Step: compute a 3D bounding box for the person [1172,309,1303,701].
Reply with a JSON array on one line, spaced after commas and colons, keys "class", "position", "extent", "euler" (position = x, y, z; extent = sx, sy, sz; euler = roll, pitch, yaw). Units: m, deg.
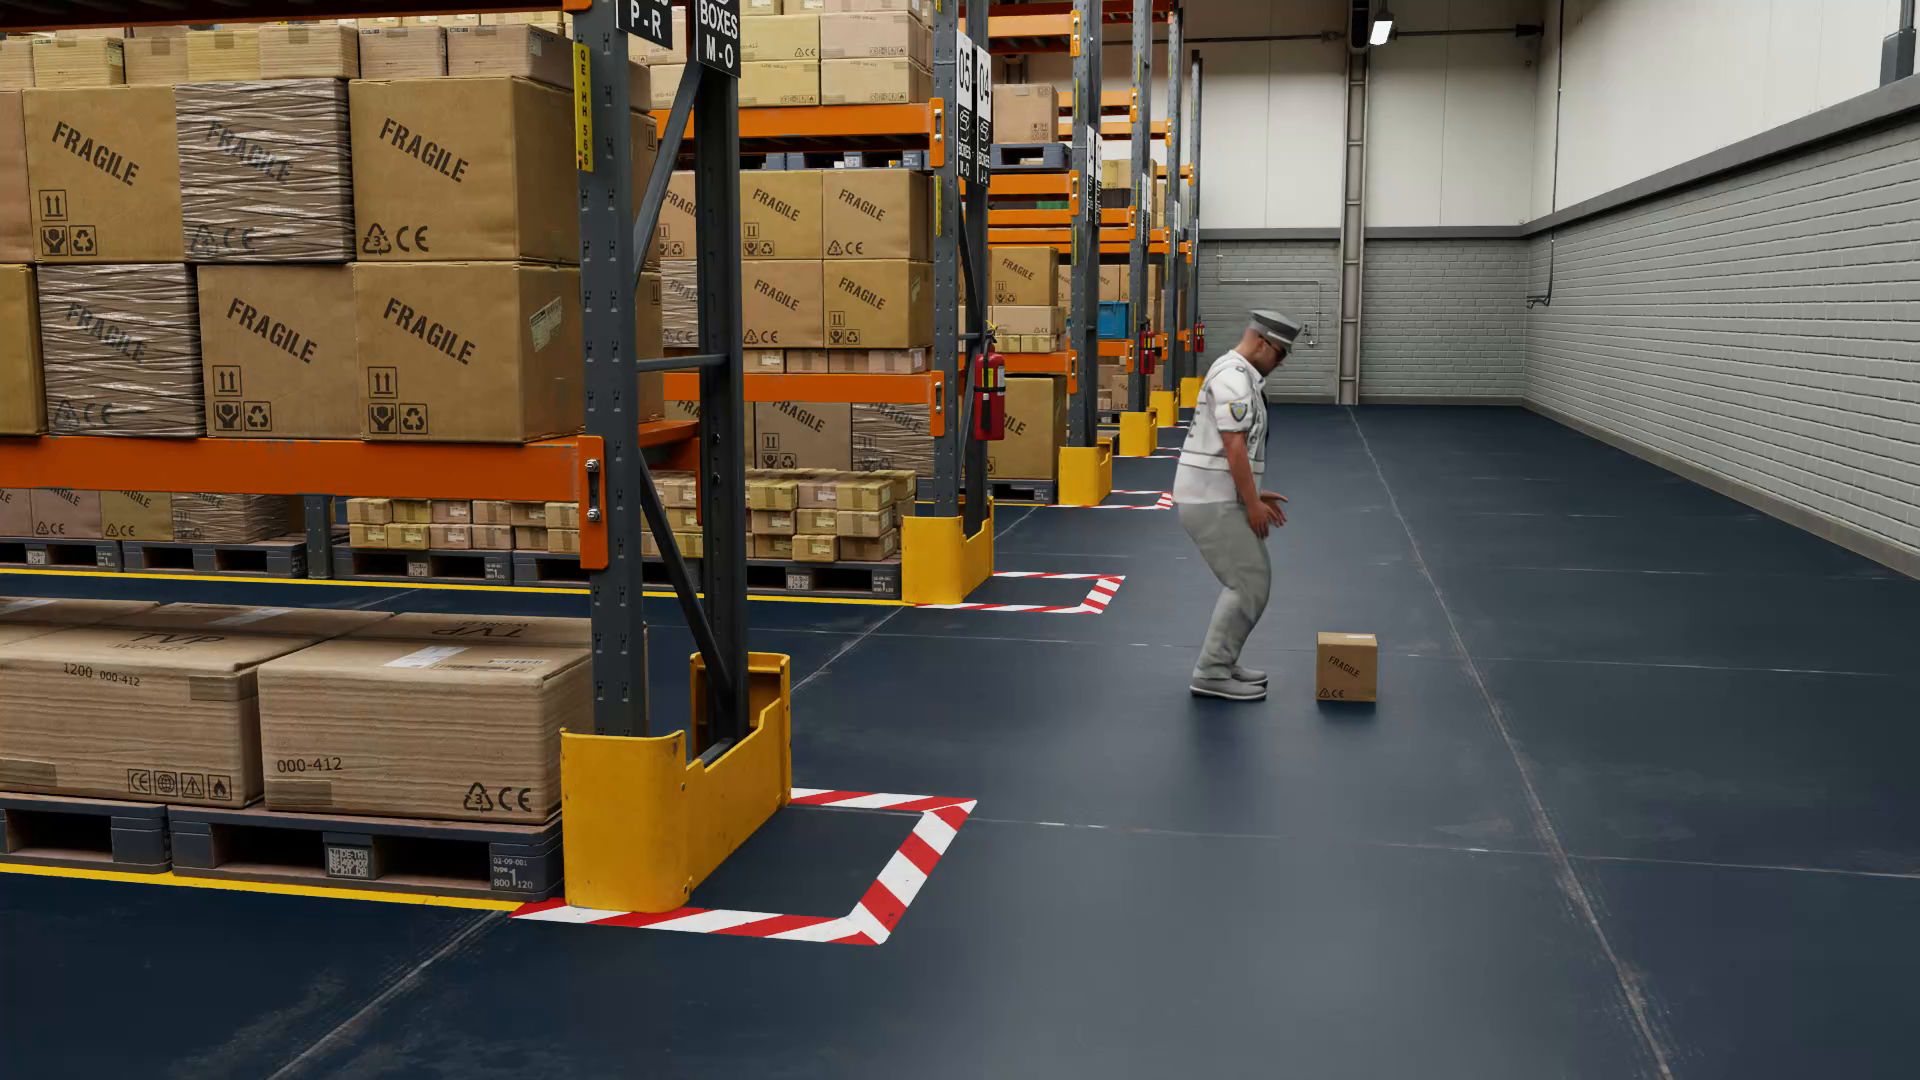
[{"class": "person", "position": [1.208, -0.164, 7.290], "extent": [0.539, 1.678, 0.564], "euler": [2, 8, 13]}]
